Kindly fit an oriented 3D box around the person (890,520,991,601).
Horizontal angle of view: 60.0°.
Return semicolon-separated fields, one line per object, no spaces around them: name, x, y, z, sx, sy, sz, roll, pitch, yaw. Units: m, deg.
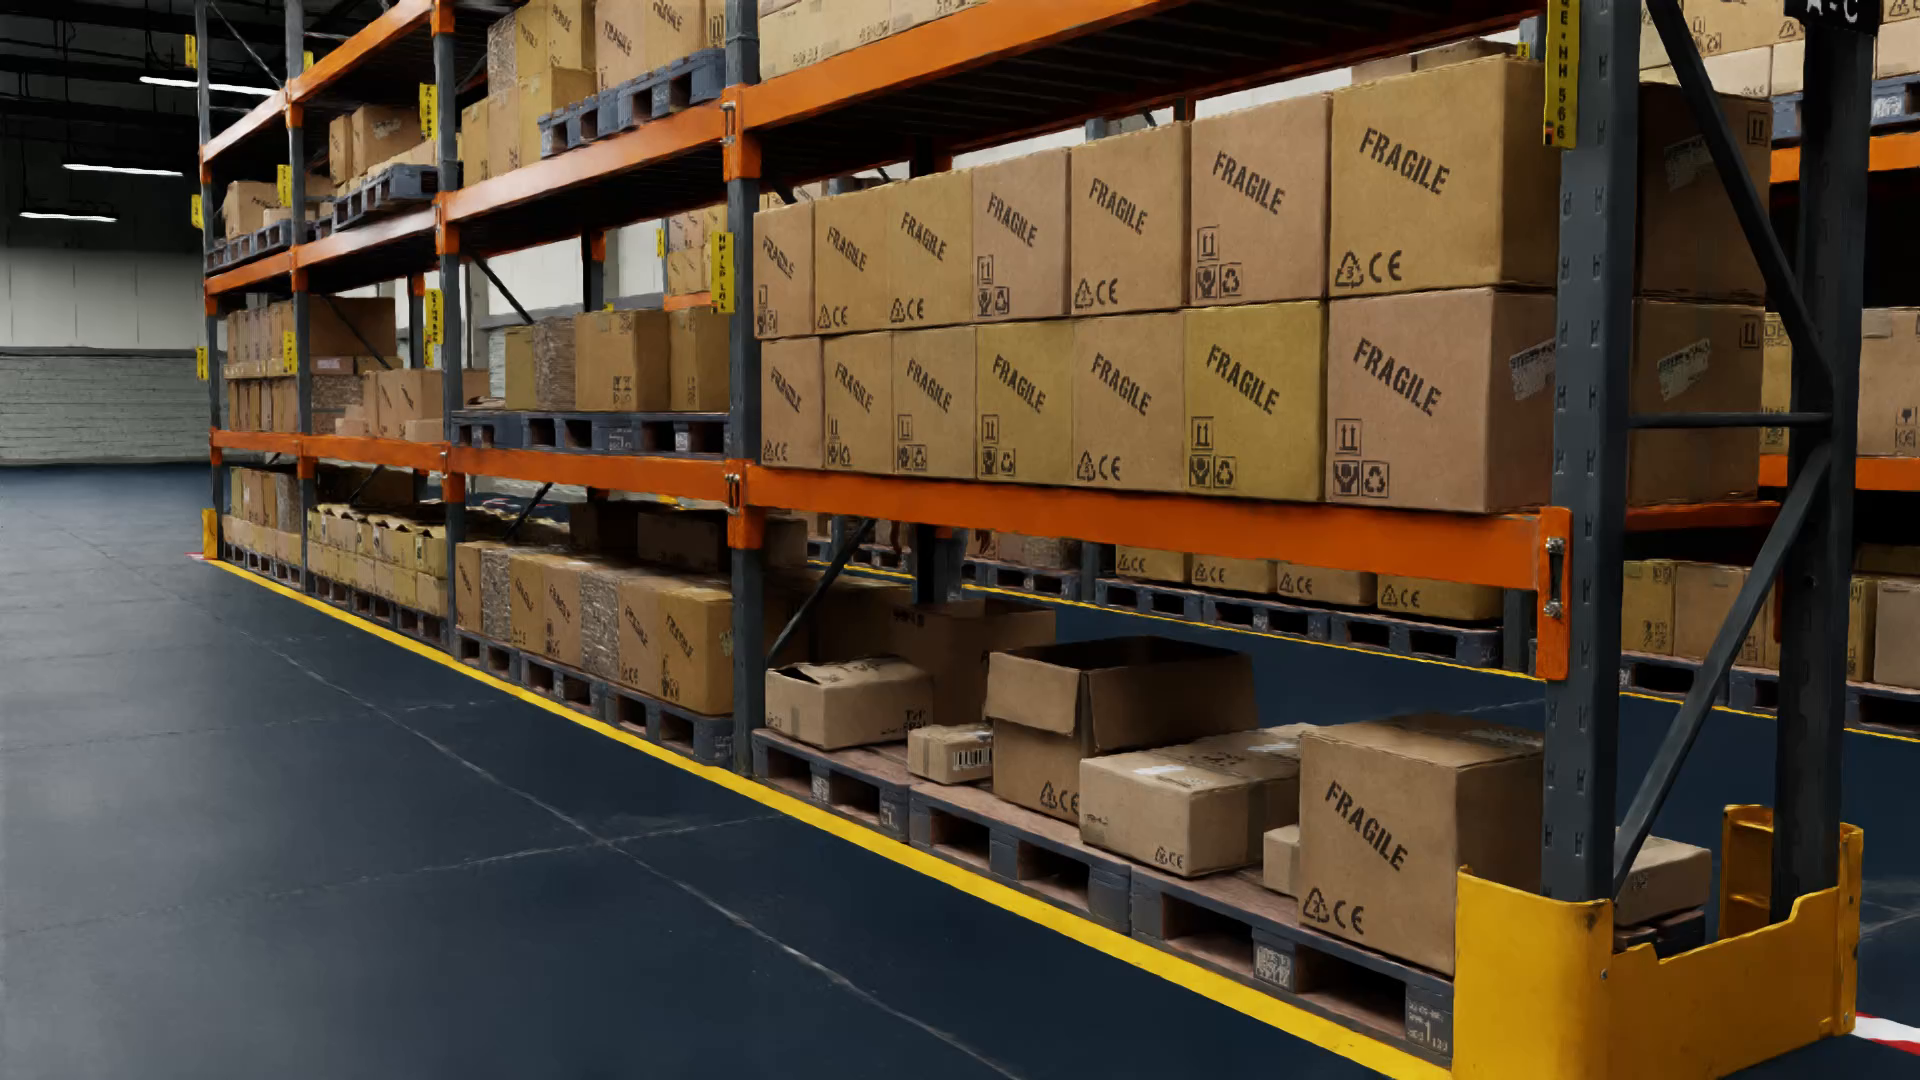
person;-0.179;-0.114;9.497;0.577;1.753;0.726;-2;5;-27
